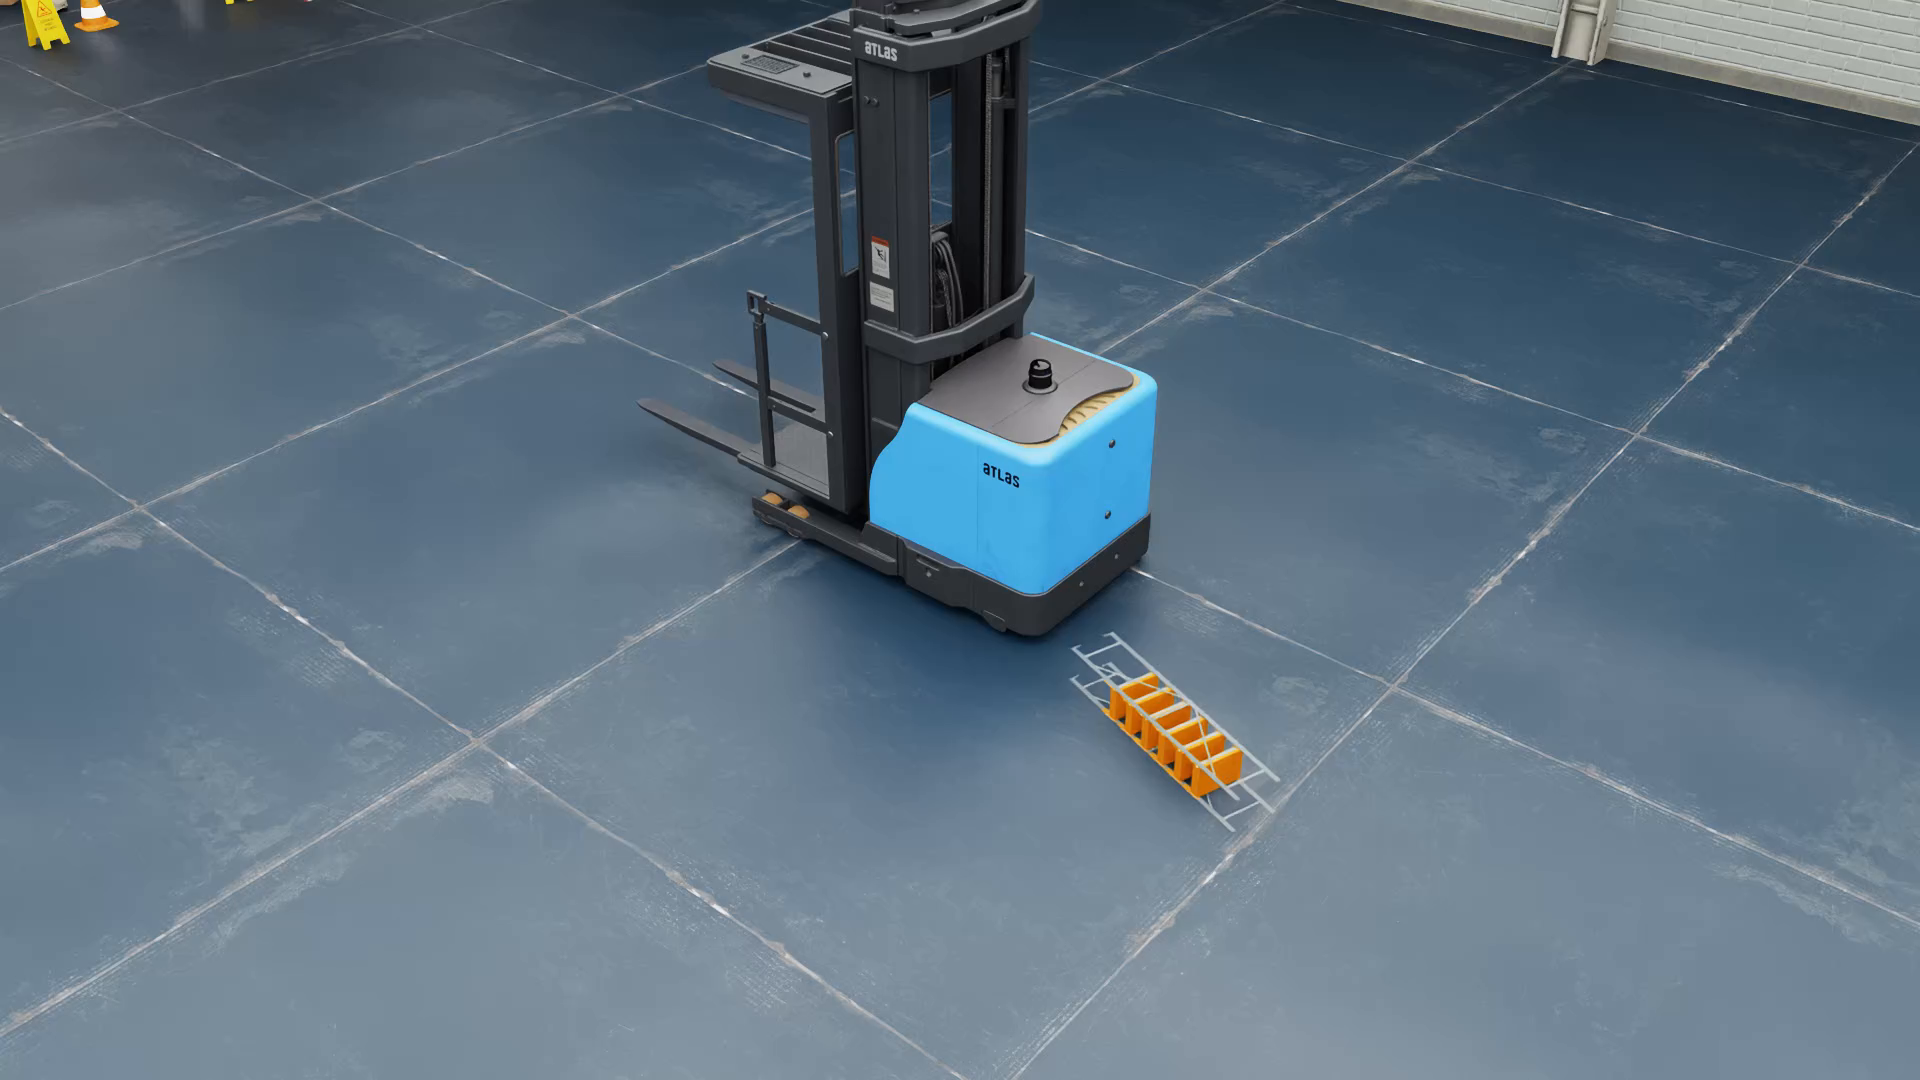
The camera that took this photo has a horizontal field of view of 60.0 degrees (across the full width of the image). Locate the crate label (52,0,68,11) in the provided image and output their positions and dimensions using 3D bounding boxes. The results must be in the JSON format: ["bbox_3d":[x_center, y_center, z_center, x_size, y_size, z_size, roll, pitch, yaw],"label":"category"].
[{"bbox_3d":[-8.991,-5.293,16.419,0.298,0.136,0.250,6,35,8],"label":"crate label"}]

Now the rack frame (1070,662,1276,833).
[{"bbox_3d":[0.936,0.912,7.495,0.240,0.006,1.200,-19,39,-26],"label":"rack frame"}]

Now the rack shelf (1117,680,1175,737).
[{"bbox_3d":[0.850,0.757,7.558,0.258,0.180,0.103,-19,39,-26],"label":"rack shelf"}]

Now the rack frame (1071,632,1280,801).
[{"bbox_3d":[0.936,0.761,7.391,0.240,0.006,1.200,-19,39,-26],"label":"rack frame"}]

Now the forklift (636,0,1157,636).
[{"bbox_3d":[-0.485,-1.431,8.326,3.031,2.935,1.130,25,41,31],"label":"forklift"}]

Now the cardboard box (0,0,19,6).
[{"bbox_3d":[-9.712,-5.733,16.735,0.637,0.503,0.797,0,34,0],"label":"cardboard box"}]

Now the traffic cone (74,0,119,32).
[{"bbox_3d":[-8.347,-5.170,15.951,0.334,0.463,0.336,25,42,32],"label":"traffic cone"}]

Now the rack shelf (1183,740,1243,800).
[{"bbox_3d":[1.102,0.989,7.222,0.258,0.180,0.103,-19,39,-26],"label":"rack shelf"}]

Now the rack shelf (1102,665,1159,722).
[{"bbox_3d":[0.787,0.700,7.642,0.258,0.180,0.103,-19,39,-26],"label":"rack shelf"}]

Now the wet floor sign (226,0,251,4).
[{"bbox_3d":[-7.281,-5.722,16.594,0.267,0.644,0.232,-18,38,-25],"label":"wet floor sign"}]

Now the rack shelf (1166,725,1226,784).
[{"bbox_3d":[1.039,0.931,7.306,0.258,0.180,0.103,-19,39,-26],"label":"rack shelf"}]

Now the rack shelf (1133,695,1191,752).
[{"bbox_3d":[0.913,0.815,7.474,0.258,0.180,0.103,-19,39,-26],"label":"rack shelf"}]

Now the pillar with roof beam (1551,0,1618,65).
[{"bbox_3d":[2.940,-6.286,10.036,0.400,9.000,9.100,25,42,32],"label":"pillar with roof beam"}]

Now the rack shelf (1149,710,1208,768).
[{"bbox_3d":[0.976,0.873,7.390,0.258,0.180,0.103,-19,39,-26],"label":"rack shelf"}]

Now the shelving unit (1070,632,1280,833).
[{"bbox_3d":[0.936,0.837,7.443,0.258,0.189,1.200,-19,39,-26],"label":"shelving unit"}]

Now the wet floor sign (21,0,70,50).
[{"bbox_3d":[-8.543,-4.917,15.422,0.232,0.644,0.267,18,38,24],"label":"wet floor sign"}]
